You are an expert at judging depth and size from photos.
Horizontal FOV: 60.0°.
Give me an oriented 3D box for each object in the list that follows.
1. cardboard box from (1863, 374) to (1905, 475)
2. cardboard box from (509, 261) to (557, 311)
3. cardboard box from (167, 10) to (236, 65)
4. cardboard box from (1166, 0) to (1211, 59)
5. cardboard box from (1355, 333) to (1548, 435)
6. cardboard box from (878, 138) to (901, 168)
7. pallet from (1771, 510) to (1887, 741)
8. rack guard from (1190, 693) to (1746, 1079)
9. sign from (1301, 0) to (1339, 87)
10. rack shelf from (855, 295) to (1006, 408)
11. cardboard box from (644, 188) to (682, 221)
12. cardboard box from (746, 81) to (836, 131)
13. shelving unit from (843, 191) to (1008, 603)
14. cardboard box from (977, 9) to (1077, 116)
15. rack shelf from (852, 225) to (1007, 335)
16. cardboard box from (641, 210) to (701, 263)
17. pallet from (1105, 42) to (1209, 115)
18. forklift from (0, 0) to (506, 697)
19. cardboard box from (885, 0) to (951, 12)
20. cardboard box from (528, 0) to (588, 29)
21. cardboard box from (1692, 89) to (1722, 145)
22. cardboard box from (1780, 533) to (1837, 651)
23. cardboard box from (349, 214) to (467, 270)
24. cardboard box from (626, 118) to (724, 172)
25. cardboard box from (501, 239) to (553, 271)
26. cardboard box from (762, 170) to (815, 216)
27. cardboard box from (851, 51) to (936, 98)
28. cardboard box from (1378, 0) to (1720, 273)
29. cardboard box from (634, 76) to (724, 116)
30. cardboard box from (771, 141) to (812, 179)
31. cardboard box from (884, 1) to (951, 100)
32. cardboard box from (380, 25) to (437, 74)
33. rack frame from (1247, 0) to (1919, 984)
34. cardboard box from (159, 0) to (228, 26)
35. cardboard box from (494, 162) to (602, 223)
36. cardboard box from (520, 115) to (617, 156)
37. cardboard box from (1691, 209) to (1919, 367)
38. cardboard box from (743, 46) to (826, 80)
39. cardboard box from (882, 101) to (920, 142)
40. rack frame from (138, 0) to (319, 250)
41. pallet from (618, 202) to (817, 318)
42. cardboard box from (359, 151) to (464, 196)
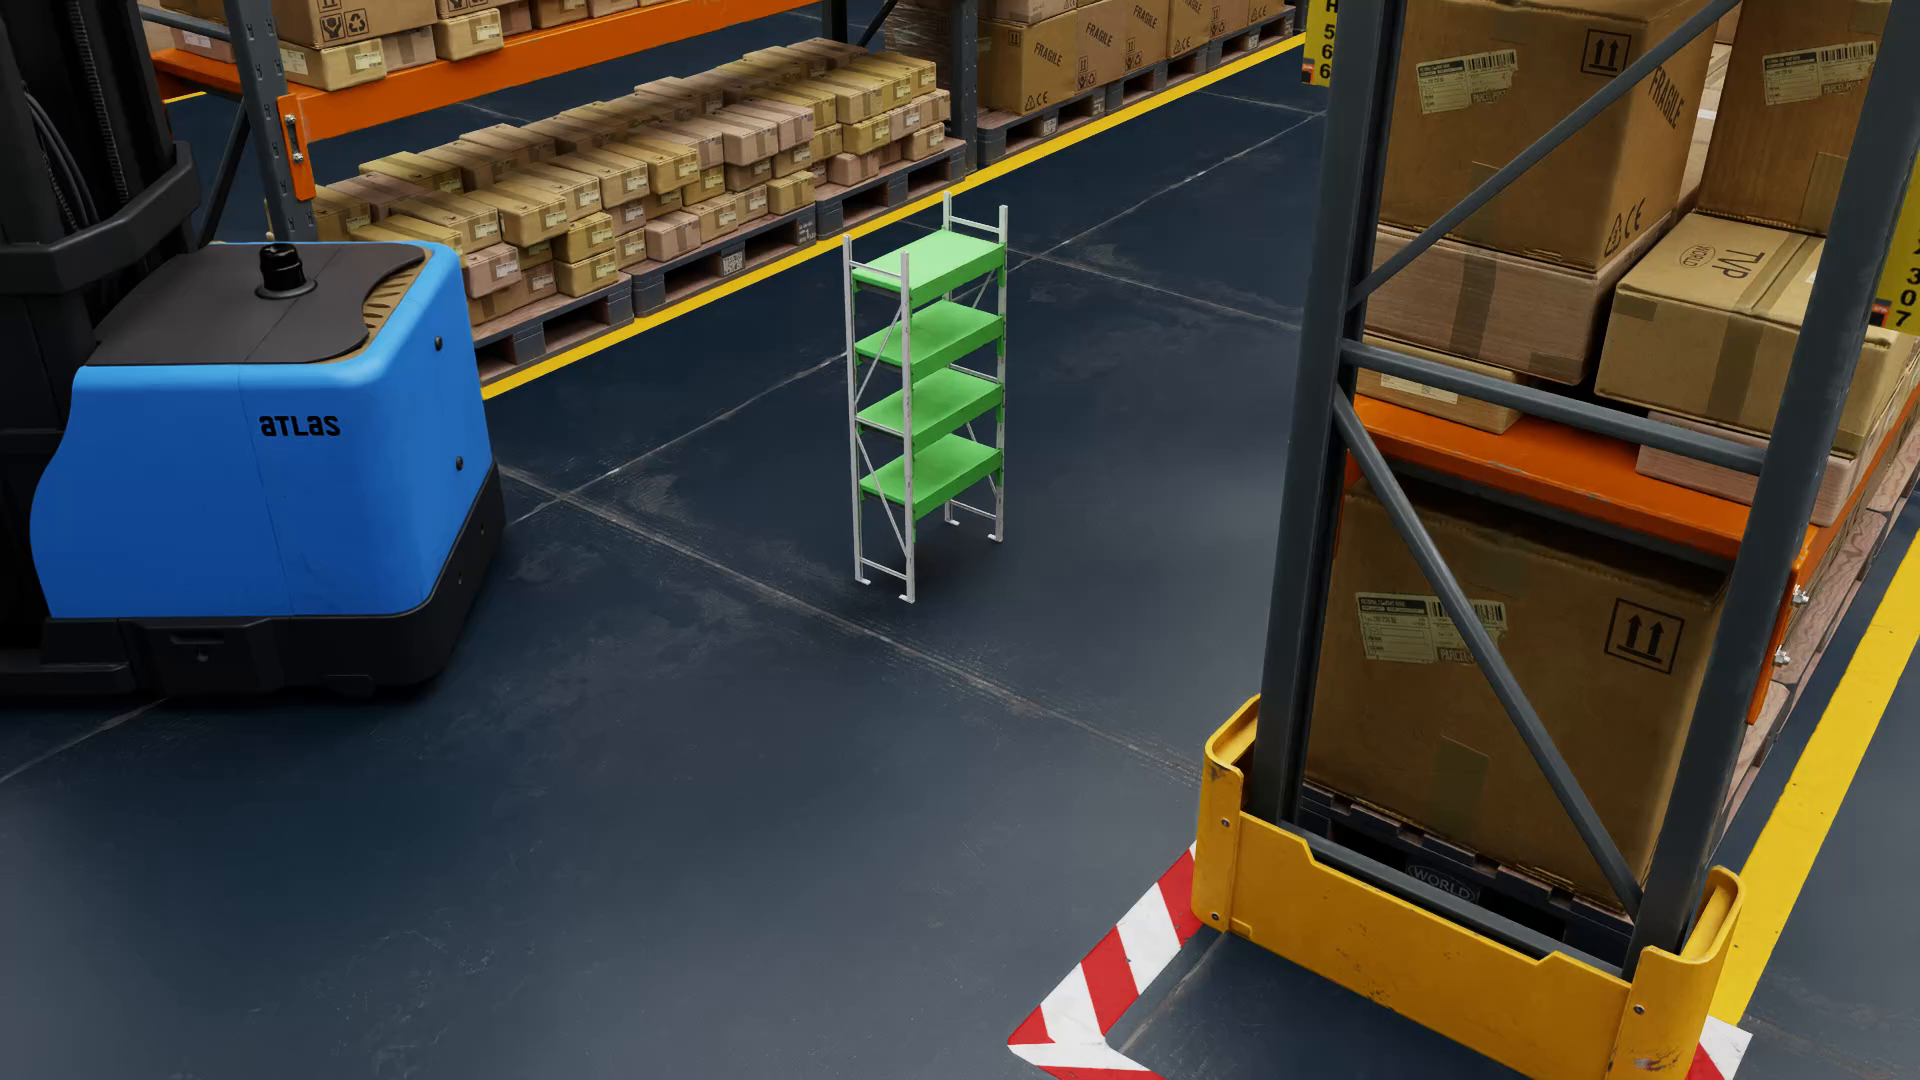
[{"bbox_3d":[1.769,-0.296,3.554,0.380,0.149,0.250,21,36,31],"label":"cardboard box"},{"bbox_3d":[-1.946,-1.128,7.095,0.380,0.149,0.250,22,37,32],"label":"cardboard box"},{"bbox_3d":[-2.784,-1.936,6.321,0.380,0.149,0.250,21,37,31],"label":"cardboard box"},{"bbox_3d":[1.263,-3.404,10.591,0.500,0.500,0.500,19,36,29],"label":"cardboard box"},{"bbox_3d":[1.091,-0.395,3.720,0.380,0.149,0.250,22,37,32],"label":"cardboard box"},{"bbox_3d":[-0.529,-2.060,8.669,0.380,0.149,0.250,22,37,33],"label":"cardboard box"},{"bbox_3d":[2.296,0.100,5.374,1.003,0.211,1.213,21,37,31],"label":"pallet"},{"bbox_3d":[1.124,0.828,3.862,1.175,0.500,0.348,21,37,31],"label":"rack guard"},{"bbox_3d":[0.714,-1.029,3.177,0.100,0.325,0.005,21,37,31],"label":"sign"},{"bbox_3d":[-0.100,-0.600,5.241,0.258,0.148,0.480,21,37,31],"label":"rack shelf"},{"bbox_3d":[-1.490,-1.592,7.587,0.380,0.149,0.250,23,38,34],"label":"cardboard box"},{"bbox_3d":[-0.834,-2.135,8.211,0.380,0.149,0.250,22,37,33],"label":"cardboard box"},{"bbox_3d":[-0.100,-0.449,5.331,0.258,1.200,0.503,21,37,31],"label":"shelving unit"},{"bbox_3d":[0.317,-2.774,9.529,0.500,0.500,0.500,23,37,33],"label":"cardboard box"},{"bbox_3d":[-0.100,-0.807,5.118,0.258,0.148,0.480,21,37,31],"label":"rack shelf"},{"bbox_3d":[-1.407,-1.405,7.564,0.380,0.149,0.250,19,36,29],"label":"cardboard box"},{"bbox_3d":[0.864,-3.066,10.716,1.003,0.211,1.213,21,37,31],"label":"pallet"},{"bbox_3d":[-3.064,-1.025,4.605,3.031,2.935,1.130,-1,31,-1],"label":"forklift"},{"bbox_3d":[-0.092,-3.259,9.611,0.500,0.250,0.500,20,36,30],"label":"cardboard box"},{"bbox_3d":[-1.742,-2.206,6.777,0.380,0.149,0.250,21,36,31],"label":"cardboard box"},{"bbox_3d":[1.833,-1.012,4.371,0.500,0.250,0.500,20,36,30],"label":"cardboard box"},{"bbox_3d":[2.010,-0.178,4.780,0.875,0.875,0.875,21,37,31],"label":"cardboard box"},{"bbox_3d":[-2.168,-1.143,6.537,0.380,0.149,0.250,19,36,29],"label":"cardboard box"},{"bbox_3d":[-1.314,-1.816,7.672,0.380,0.149,0.250,21,37,31],"label":"cardboard box"},{"bbox_3d":[-1.947,-1.261,7.028,0.380,0.149,0.250,22,37,32],"label":"cardboard box"},{"bbox_3d":[-0.930,-1.719,8.094,0.380,0.149,0.250,21,37,31],"label":"cardboard box"},{"bbox_3d":[-0.348,-2.436,8.718,0.380,0.149,0.250,22,37,33],"label":"cardboard box"},{"bbox_3d":[1.223,-0.922,3.483,0.500,0.500,0.500,22,37,32],"label":"cardboard box"},{"bbox_3d":[-1.398,-2.181,8.289,0.380,0.149,0.250,22,37,32],"label":"cardboard box"},{"bbox_3d":[-0.946,-1.897,8.101,0.380,0.149,0.250,22,37,32],"label":"cardboard box"},{"bbox_3d":[-0.095,-2.934,9.798,0.500,0.500,0.500,20,36,30],"label":"cardboard box"},{"bbox_3d":[-2.177,-1.863,6.198,0.380,0.149,0.250,23,37,33],"label":"cardboard box"},{"bbox_3d":[1.138,-0.257,3.241,1.000,3.000,0.127,21,37,31],"label":"rack frame"},{"bbox_3d":[-2.689,-2.257,6.227,0.500,0.500,0.500,22,37,32],"label":"cardboard box"},{"bbox_3d":[-1.759,-1.481,7.108,0.380,0.149,0.250,19,36,29],"label":"cardboard box"},{"bbox_3d":[-1.813,-1.842,7.716,0.380,0.149,0.250,20,36,30],"label":"cardboard box"},{"bbox_3d":[1.952,-0.646,3.753,0.500,0.250,0.500,21,36,31],"label":"cardboard box"},{"bbox_3d":[-0.927,-2.490,8.811,0.380,0.149,0.250,23,38,34],"label":"cardboard box"},{"bbox_3d":[-0.431,-2.193,8.600,0.380,0.149,0.250,19,36,29],"label":"cardboard box"},{"bbox_3d":[-2.755,-1.824,5.886,1.000,3.000,0.127,21,37,31],"label":"rack frame"},{"bbox_3d":[-1.454,-1.469,8.021,1.003,0.211,1.213,21,37,31],"label":"pallet"},{"bbox_3d":[-2.385,-1.557,7.235,0.380,0.149,0.250,20,36,30],"label":"cardboard box"}]
